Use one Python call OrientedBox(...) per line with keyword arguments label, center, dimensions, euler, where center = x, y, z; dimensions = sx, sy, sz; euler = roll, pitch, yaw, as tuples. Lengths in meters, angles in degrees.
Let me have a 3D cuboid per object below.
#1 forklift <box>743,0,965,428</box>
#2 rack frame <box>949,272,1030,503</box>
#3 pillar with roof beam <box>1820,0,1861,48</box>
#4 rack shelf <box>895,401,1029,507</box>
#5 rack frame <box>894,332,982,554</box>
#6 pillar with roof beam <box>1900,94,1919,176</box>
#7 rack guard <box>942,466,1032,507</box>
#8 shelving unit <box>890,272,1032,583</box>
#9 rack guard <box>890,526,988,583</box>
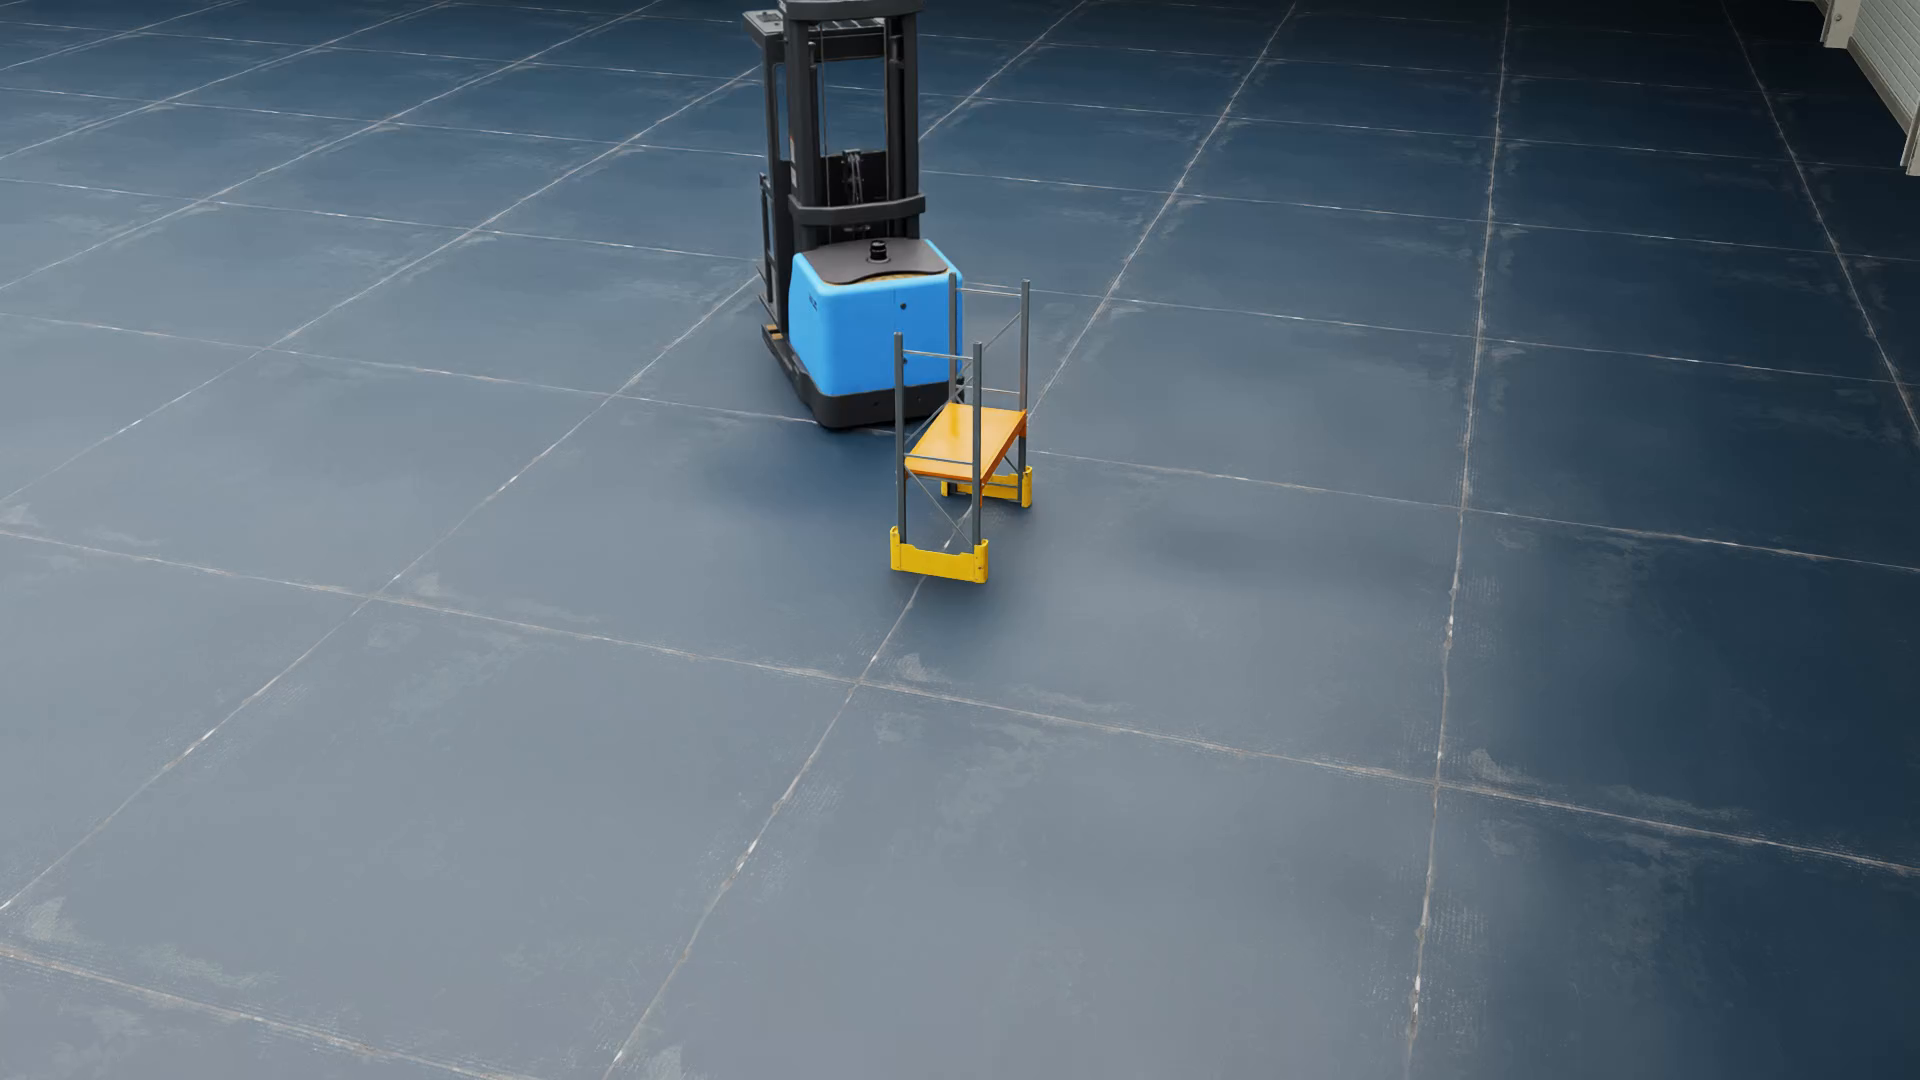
OrientedBox(label="forklift", center=(-0.909, -2.758, 12.193), dimensions=(1.130, 2.935, 3.031), euler=(-9, 30, -16))
OrientedBox(label="rack frame", center=(0.174, -0.931, 10.381), dimensions=(0.500, 1.500, 0.032), euler=(8, 30, 15))
OrientedBox(label="pillar with roof beam", center=(7.492, -11.123, 20.987), dimensions=(9.100, 9.000, 0.400), euler=(8, 30, 15))
OrientedBox(label="rack shelf", center=(0.025, -0.538, 10.044), dimensions=(0.538, 0.185, 1.000), euler=(8, 30, 15))
OrientedBox(label="rack frame", center=(-0.124, -0.459, 9.532), dimensions=(0.500, 1.500, 0.032), euler=(8, 30, 15))
OrientedBox(label="pillar with roof beam", center=(5.731, -8.334, 15.975), dimensions=(9.100, 9.000, 0.400), euler=(8, 30, 15))
OrientedBox(label="rack guard", center=(0.169, -0.376, 10.669), dimensions=(0.587, 0.250, 0.087), euler=(8, 30, 15))
OrientedBox(label="shelving unit", center=(0.022, -0.691, 9.949), dimensions=(0.587, 1.500, 1.083), euler=(8, 30, 15))
OrientedBox(label="rack guard", center=(-0.124, 0.087, 9.837), dimensions=(0.587, 0.250, 0.087), euler=(8, 30, 15))
